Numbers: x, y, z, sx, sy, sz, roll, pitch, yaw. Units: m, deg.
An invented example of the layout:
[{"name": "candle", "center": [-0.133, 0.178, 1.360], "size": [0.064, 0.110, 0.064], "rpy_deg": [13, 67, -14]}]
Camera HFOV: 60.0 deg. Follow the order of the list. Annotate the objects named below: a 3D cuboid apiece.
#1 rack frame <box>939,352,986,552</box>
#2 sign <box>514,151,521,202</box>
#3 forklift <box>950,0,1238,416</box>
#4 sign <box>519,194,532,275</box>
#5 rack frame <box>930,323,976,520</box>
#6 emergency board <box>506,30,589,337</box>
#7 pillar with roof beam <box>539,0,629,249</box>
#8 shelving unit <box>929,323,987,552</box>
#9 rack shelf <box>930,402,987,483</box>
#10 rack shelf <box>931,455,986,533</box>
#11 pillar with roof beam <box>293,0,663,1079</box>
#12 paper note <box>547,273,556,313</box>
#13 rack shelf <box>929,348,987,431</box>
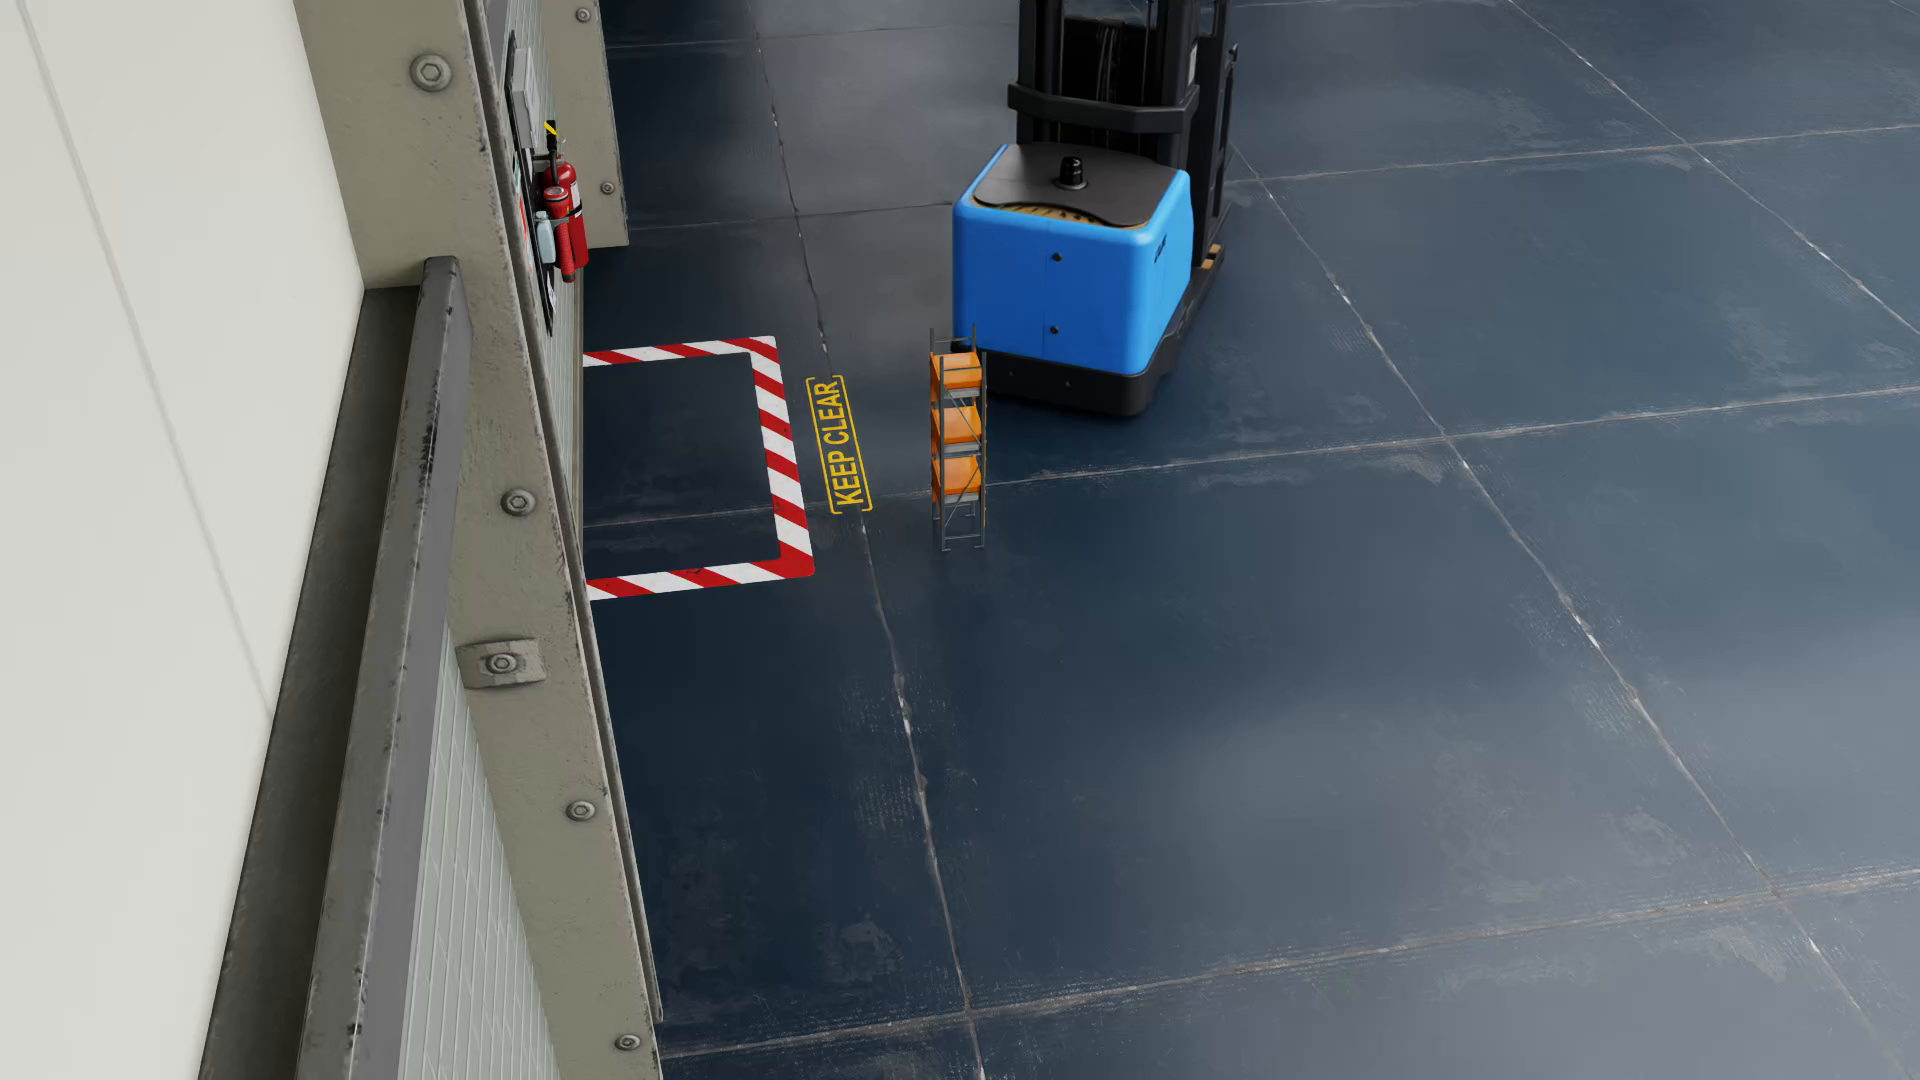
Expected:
[{"name": "rack frame", "center": [0.012, -0.373, 7.375], "size": [0.200, 1.050, 0.008], "rpy_deg": [-6, 38, -8]}, {"name": "sign", "center": [-1.788, -1.455, 6.716], "size": [0.001, 0.109, 0.331], "rpy_deg": [-6, 38, -8]}, {"name": "forklift", "center": [0.922, -2.693, 8.827], "size": [1.130, 2.935, 3.031], "rpy_deg": [12, 40, 15]}, {"name": "sign", "center": [-1.796, -1.242, 6.874], "size": [0.001, 0.329, 0.234], "rpy_deg": [-6, 38, -8]}, {"name": "rack frame", "center": [-0.031, -0.521, 7.564], "size": [0.200, 1.050, 0.008], "rpy_deg": [-6, 38, -8]}, {"name": "emergency board", "center": [-1.792, -1.573, 7.329], "size": [0.194, 1.169, 0.643], "rpy_deg": [-6, 38, -8]}, {"name": "pillar with roof beam", "center": [2.051, -5.901, 8.011], "size": [9.100, 9.000, 0.400], "rpy_deg": [-6, 38, -8]}, {"name": "shelving unit", "center": [-0.009, -0.447, 7.470], "size": [0.215, 1.050, 0.252], "rpy_deg": [-6, 38, -8]}, {"name": "rack shelf", "center": [-0.009, -0.439, 7.476], "size": [0.215, 0.259, 0.240], "rpy_deg": [-6, 38, -8]}, {"name": "rack shelf", "center": [-0.009, -0.219, 7.647], "size": [0.215, 0.259, 0.240], "rpy_deg": [-6, 38, -8]}, {"name": "pillar with roof beam", "center": [3.103, -2.277, 3.346], "size": [9.100, 9.000, 0.400], "rpy_deg": [-6, 38, -8]}, {"name": "paper note", "center": [-1.829, -1.110, 7.452], "size": [0.016, 0.148, 0.142], "rpy_deg": [-6, 38, -8]}, {"name": "rack shelf", "center": [-0.009, -0.663, 7.302], "size": [0.215, 0.259, 0.240], "rpy_deg": [-6, 38, -8]}]
